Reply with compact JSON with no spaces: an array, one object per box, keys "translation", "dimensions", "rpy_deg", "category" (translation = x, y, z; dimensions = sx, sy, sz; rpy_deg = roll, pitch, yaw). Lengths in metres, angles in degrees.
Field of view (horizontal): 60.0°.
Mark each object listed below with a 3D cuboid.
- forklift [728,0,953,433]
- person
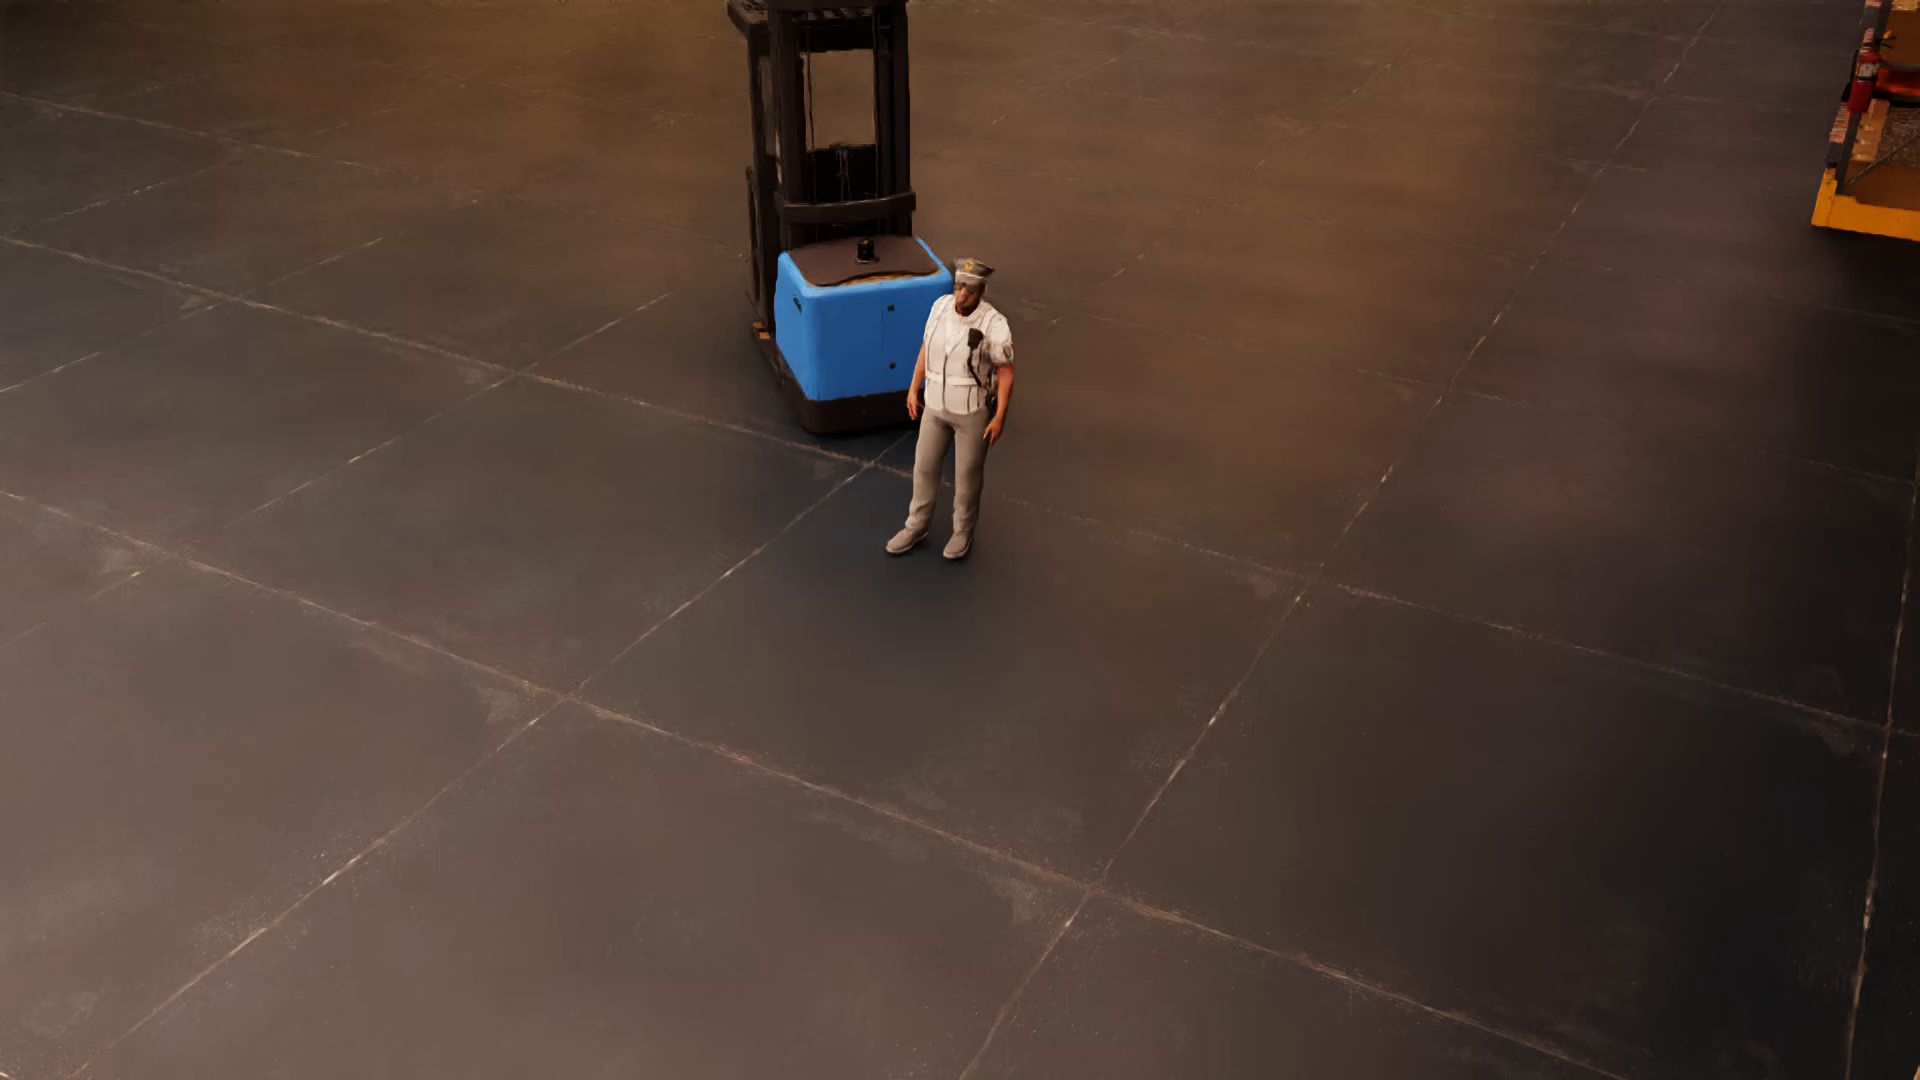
[{"translation":[-0.957,-2.704,11.757],"dimensions":[1.130,2.935,3.031],"rpy_deg":[-9,31,-15],"category":"forklift"},{"translation":[-0.048,-0.748,9.499],"dimensions":[0.640,1.781,0.574],"rpy_deg":[15,33,25],"category":"person"}]
